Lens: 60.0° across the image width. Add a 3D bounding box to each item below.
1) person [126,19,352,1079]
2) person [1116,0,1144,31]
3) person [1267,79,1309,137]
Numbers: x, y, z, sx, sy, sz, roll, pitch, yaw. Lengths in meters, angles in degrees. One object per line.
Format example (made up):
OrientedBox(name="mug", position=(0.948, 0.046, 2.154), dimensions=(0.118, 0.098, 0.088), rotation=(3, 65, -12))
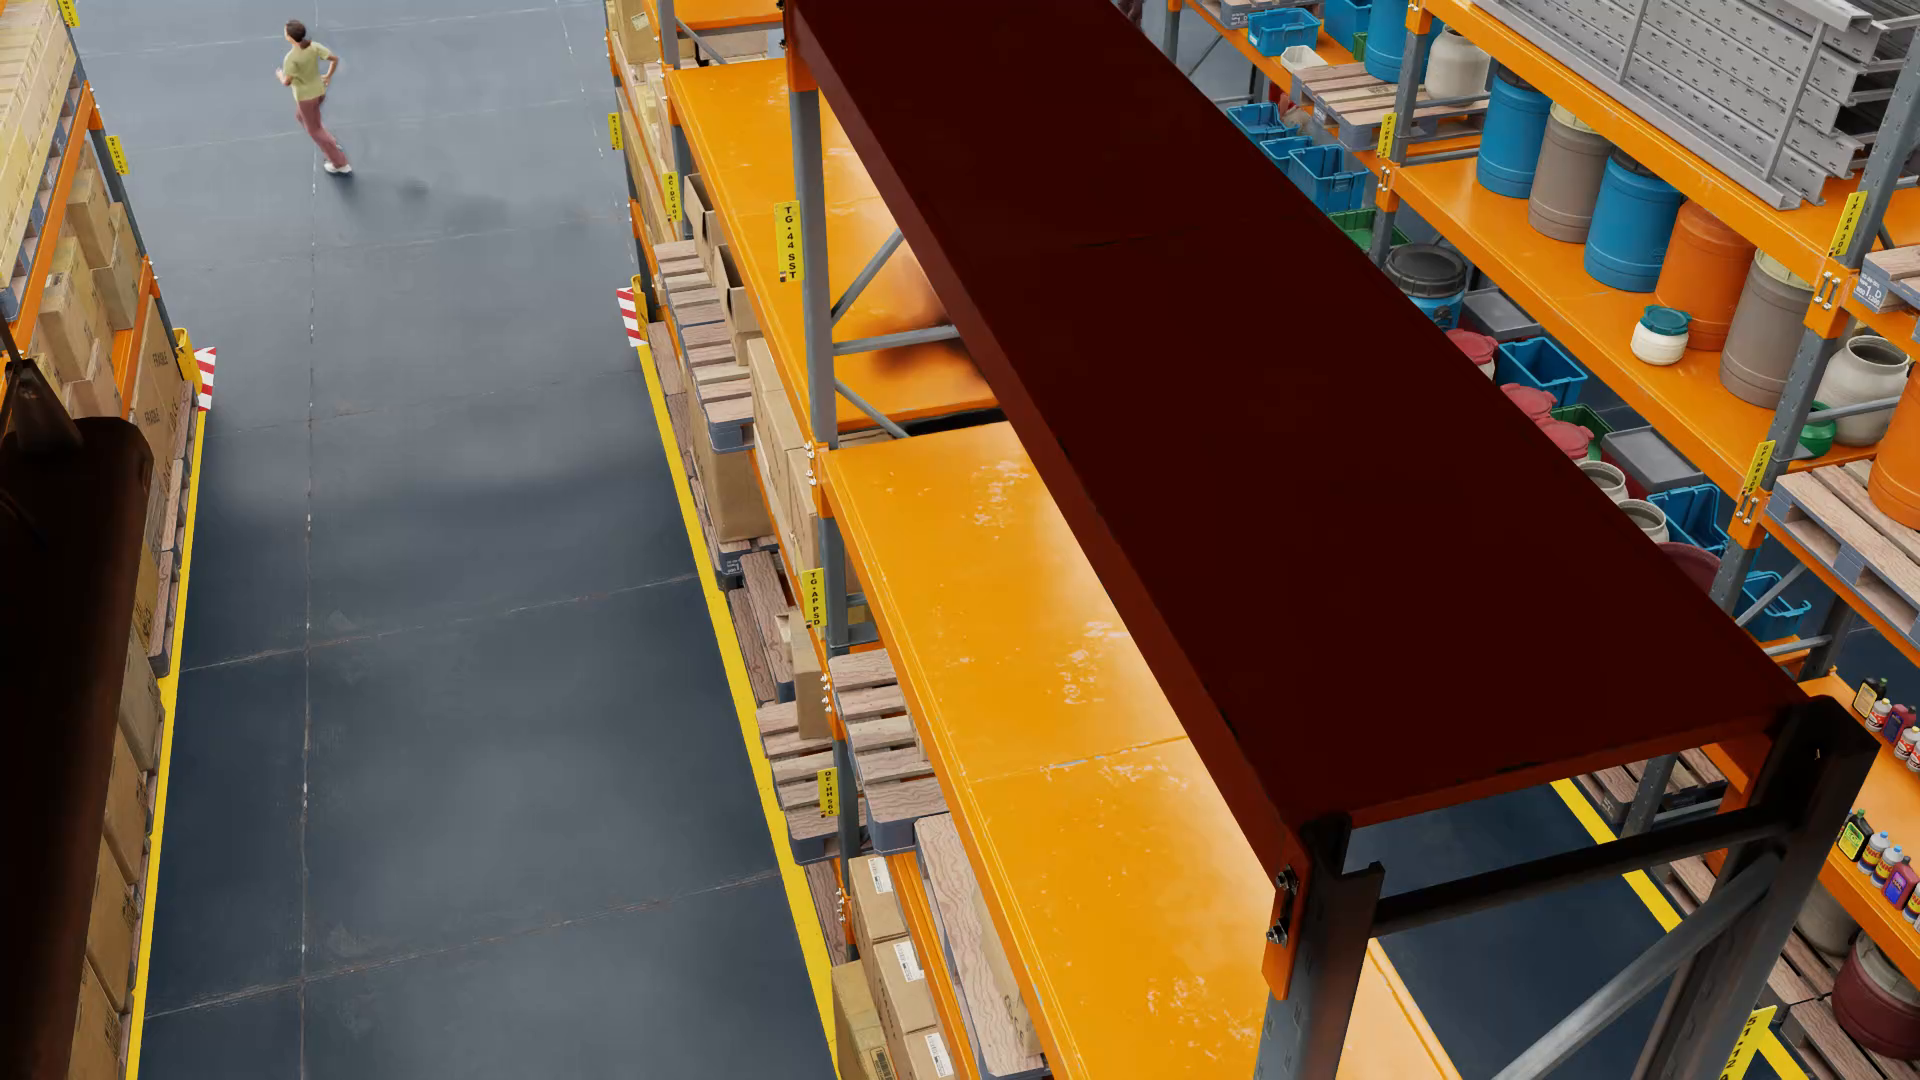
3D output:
OrientedBox(name="person", position=(-5.591, -0.889, 12.626), dimensions=(6.675, 1.659, 11.169), rotation=(12, 40, 14))
OrientedBox(name="person", position=(1.936, -5.776, 18.754), dimensions=(0.820, 1.734, 0.717), rotation=(3, 39, 4))
OrientedBox(name="person", position=(3.301, -4.205, 16.783), dimensions=(0.747, 1.782, 0.693), rotation=(-31, 48, -33))
